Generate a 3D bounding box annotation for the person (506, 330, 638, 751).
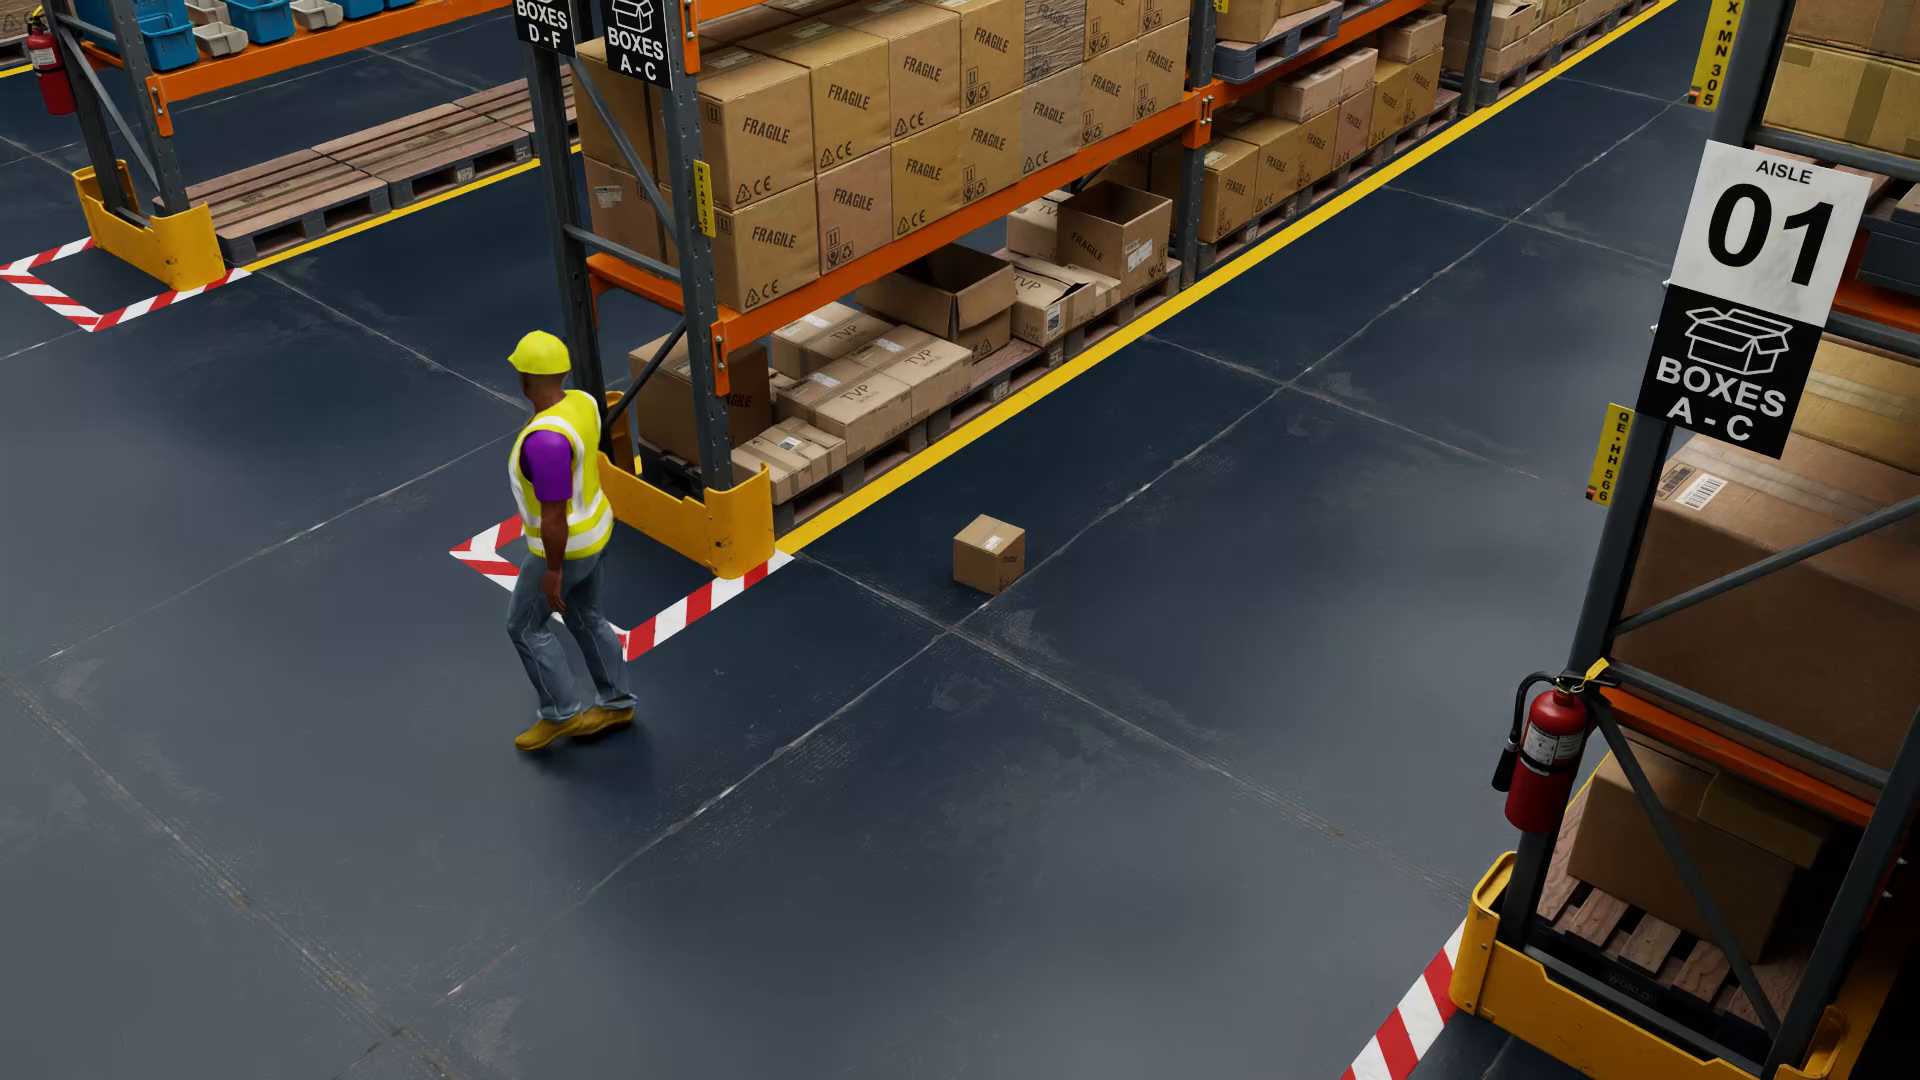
[{"bbox_3d":[-1.622,0.002,6.744,0.485,1.751,0.671,1,35,1],"label":"person"}]
